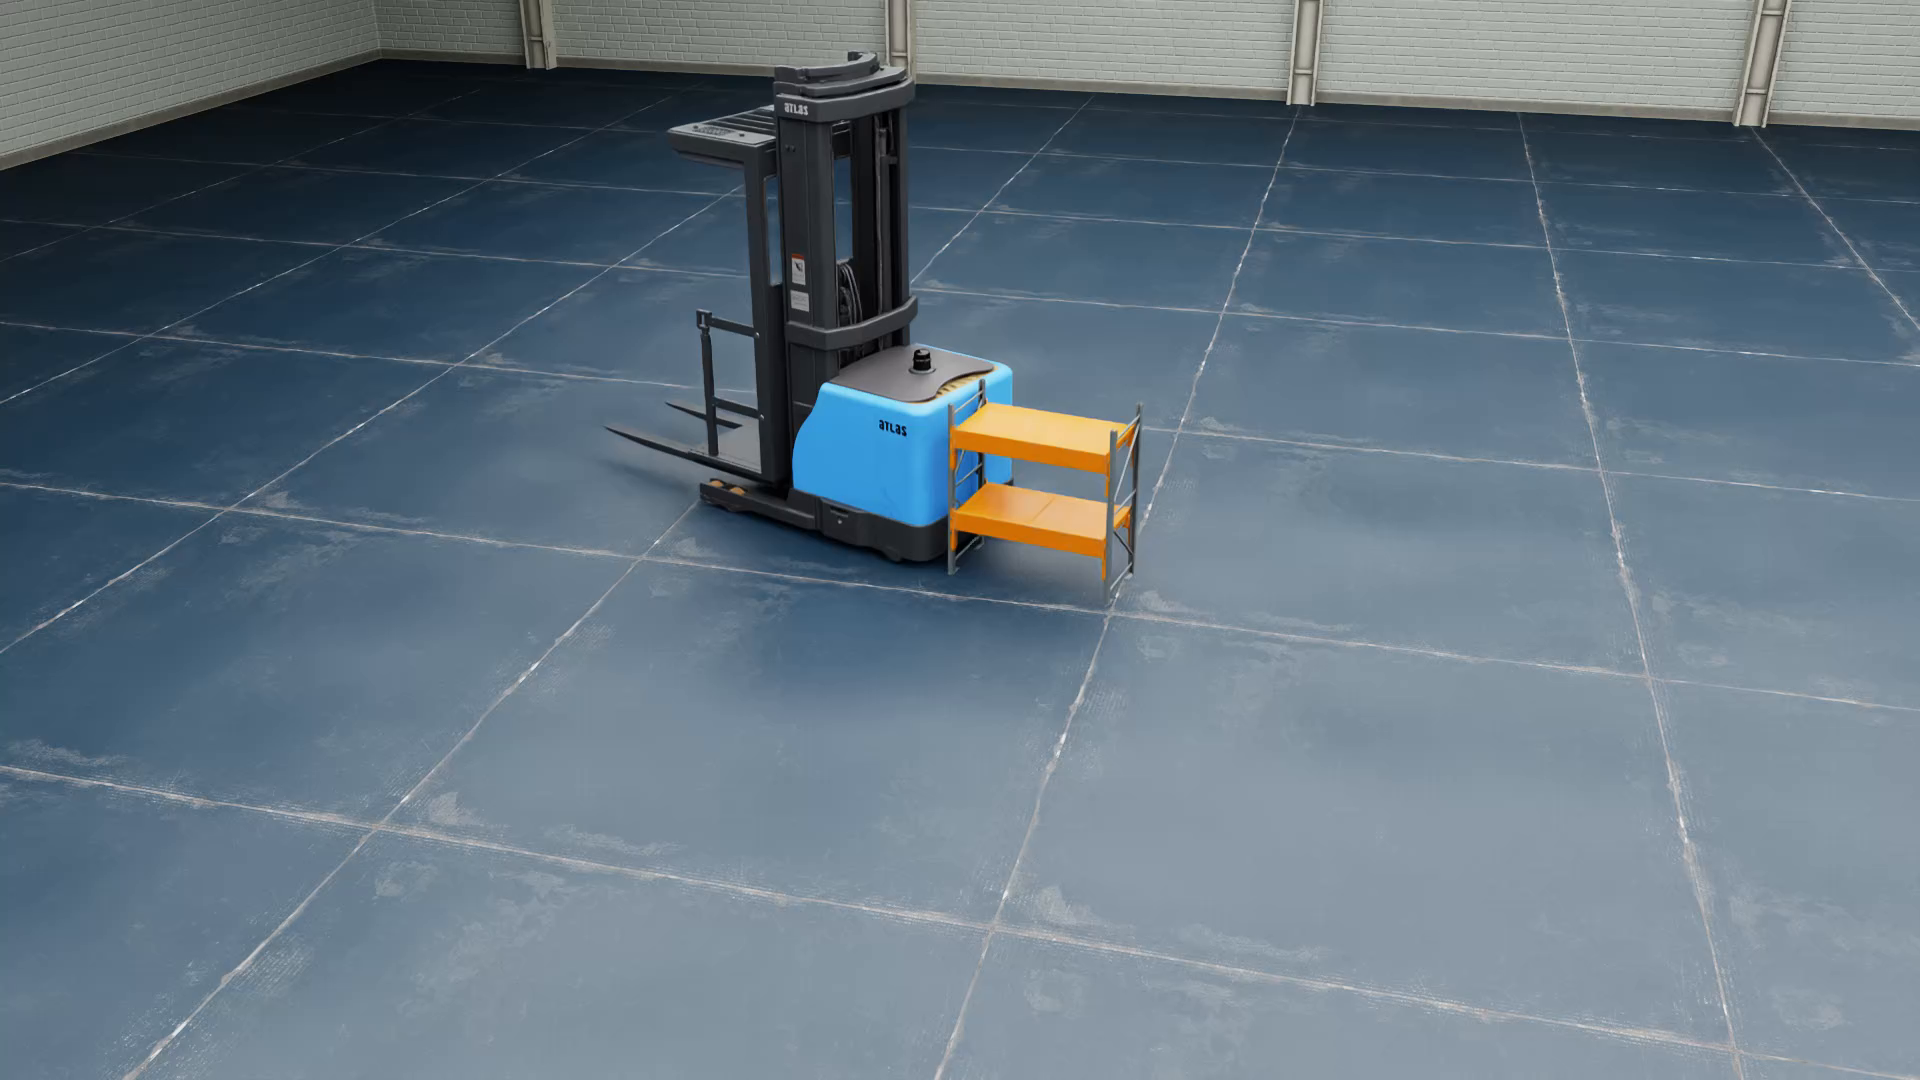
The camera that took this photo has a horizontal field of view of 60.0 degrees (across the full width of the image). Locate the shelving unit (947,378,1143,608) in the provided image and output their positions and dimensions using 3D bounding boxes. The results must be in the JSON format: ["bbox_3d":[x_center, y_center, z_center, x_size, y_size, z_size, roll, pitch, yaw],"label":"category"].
[{"bbox_3d":[0.505,-0.296,10.064,1.048,1.125,0.538,11,28,22],"label":"shelving unit"}]

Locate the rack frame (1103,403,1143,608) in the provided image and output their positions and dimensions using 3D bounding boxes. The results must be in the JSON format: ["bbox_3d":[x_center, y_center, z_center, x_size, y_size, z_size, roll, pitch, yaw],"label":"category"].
[{"bbox_3d":[0.968,-0.206,9.874,0.032,1.125,0.500,11,28,22],"label":"rack frame"}]

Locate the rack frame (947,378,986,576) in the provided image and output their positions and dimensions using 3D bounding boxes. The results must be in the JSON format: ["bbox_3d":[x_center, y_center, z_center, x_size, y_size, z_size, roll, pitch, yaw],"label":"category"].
[{"bbox_3d":[0.042,-0.387,10.254,0.032,1.125,0.500,11,28,22],"label":"rack frame"}]

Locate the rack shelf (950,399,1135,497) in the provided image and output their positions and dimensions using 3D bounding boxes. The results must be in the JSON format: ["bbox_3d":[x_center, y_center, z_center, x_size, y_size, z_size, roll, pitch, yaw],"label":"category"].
[{"bbox_3d":[0.505,-0.561,9.938,1.000,0.278,0.538,11,28,22],"label":"rack shelf"}]

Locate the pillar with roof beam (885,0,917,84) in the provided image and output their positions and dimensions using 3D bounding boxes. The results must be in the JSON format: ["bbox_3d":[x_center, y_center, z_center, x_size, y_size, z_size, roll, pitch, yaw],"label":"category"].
[{"bbox_3d":[-1.965,-9.212,19.632,0.400,9.000,9.100,6,26,13],"label":"pillar with roof beam"}]

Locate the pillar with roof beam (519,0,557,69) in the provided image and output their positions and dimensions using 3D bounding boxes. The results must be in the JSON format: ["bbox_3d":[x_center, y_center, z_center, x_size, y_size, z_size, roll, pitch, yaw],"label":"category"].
[{"bbox_3d":[-7.776,-9.855,20.981,0.400,9.000,9.100,6,26,13],"label":"pillar with roof beam"}]

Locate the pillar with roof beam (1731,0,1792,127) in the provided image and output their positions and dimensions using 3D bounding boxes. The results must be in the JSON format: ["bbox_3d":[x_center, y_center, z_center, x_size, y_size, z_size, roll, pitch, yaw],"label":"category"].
[{"bbox_3d":[9.657,-7.928,16.933,0.400,9.000,9.100,6,26,13],"label":"pillar with roof beam"}]

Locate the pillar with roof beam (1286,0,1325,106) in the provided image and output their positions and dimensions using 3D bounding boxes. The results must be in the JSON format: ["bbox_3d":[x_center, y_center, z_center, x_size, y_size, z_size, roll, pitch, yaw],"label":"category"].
[{"bbox_3d":[3.846,-8.570,18.282,0.400,9.000,9.100,6,26,13],"label":"pillar with roof beam"}]

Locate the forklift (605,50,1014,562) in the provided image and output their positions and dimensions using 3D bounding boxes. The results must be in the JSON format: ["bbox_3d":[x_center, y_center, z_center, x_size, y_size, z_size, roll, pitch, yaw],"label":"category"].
[{"bbox_3d":[-1.138,-1.672,10.851,3.031,2.935,1.130,17,31,32],"label":"forklift"}]

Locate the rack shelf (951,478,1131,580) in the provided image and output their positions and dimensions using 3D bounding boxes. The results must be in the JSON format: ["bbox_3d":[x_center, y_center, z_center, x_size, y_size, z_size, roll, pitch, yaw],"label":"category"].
[{"bbox_3d":[0.505,-0.076,10.169,1.000,0.278,0.538,11,28,22],"label":"rack shelf"}]
